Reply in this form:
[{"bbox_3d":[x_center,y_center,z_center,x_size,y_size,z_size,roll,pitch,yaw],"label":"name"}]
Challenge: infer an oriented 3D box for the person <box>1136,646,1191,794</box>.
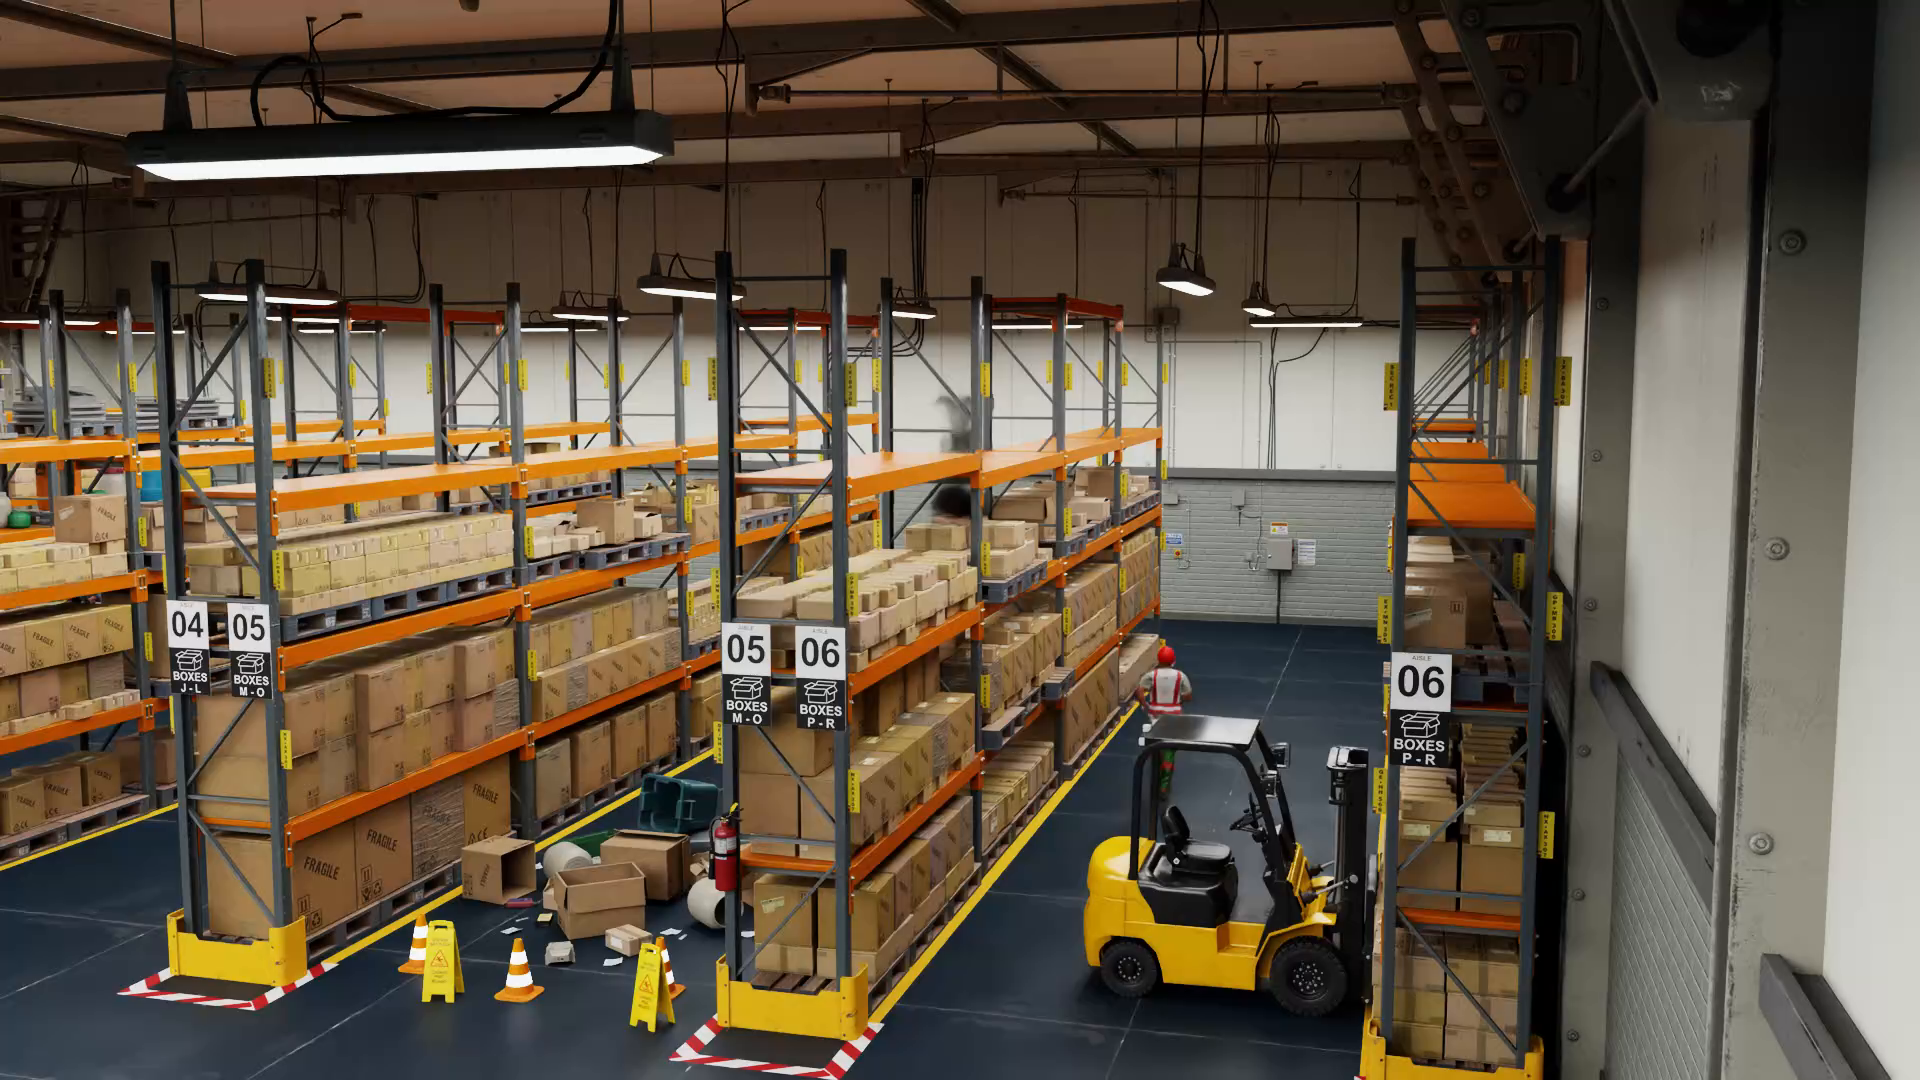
[{"bbox_3d":[2.465,2.168,20.011,0.630,1.822,0.692,2,6,14],"label":"person"}]
